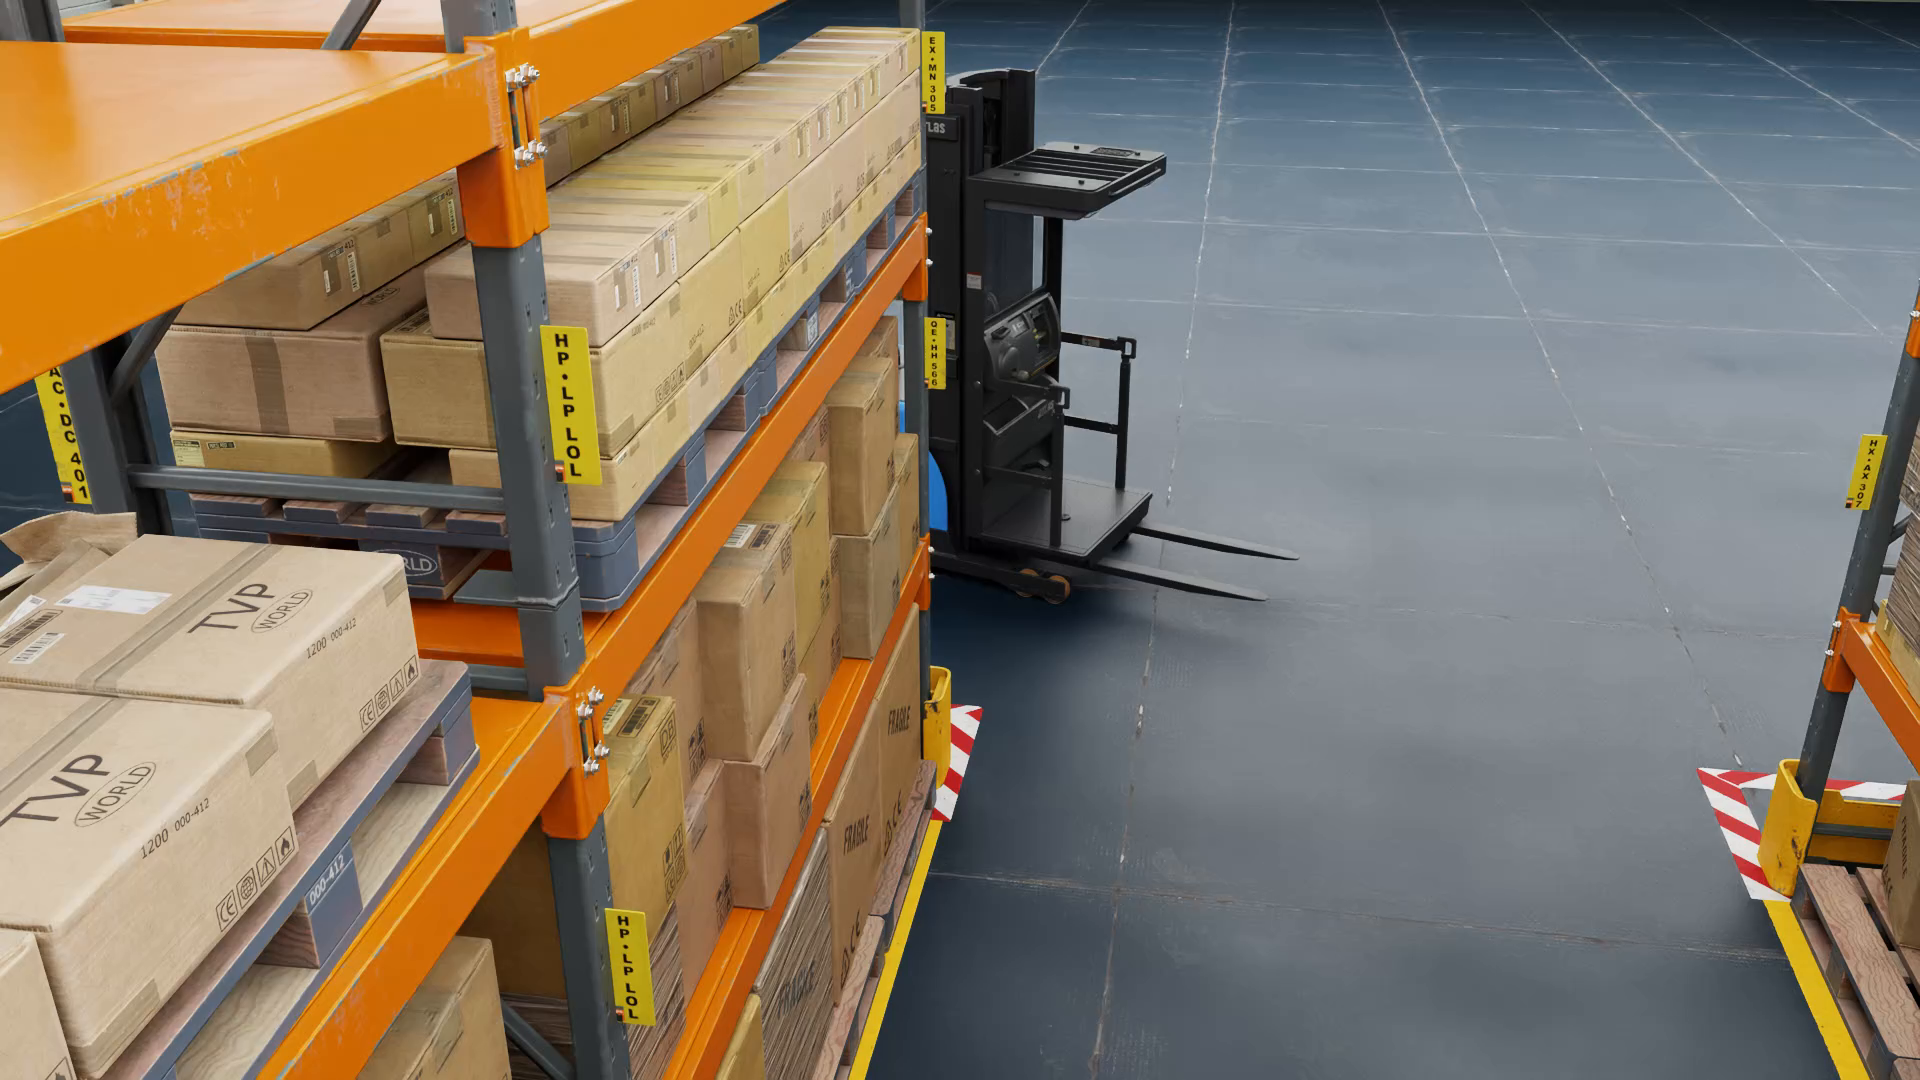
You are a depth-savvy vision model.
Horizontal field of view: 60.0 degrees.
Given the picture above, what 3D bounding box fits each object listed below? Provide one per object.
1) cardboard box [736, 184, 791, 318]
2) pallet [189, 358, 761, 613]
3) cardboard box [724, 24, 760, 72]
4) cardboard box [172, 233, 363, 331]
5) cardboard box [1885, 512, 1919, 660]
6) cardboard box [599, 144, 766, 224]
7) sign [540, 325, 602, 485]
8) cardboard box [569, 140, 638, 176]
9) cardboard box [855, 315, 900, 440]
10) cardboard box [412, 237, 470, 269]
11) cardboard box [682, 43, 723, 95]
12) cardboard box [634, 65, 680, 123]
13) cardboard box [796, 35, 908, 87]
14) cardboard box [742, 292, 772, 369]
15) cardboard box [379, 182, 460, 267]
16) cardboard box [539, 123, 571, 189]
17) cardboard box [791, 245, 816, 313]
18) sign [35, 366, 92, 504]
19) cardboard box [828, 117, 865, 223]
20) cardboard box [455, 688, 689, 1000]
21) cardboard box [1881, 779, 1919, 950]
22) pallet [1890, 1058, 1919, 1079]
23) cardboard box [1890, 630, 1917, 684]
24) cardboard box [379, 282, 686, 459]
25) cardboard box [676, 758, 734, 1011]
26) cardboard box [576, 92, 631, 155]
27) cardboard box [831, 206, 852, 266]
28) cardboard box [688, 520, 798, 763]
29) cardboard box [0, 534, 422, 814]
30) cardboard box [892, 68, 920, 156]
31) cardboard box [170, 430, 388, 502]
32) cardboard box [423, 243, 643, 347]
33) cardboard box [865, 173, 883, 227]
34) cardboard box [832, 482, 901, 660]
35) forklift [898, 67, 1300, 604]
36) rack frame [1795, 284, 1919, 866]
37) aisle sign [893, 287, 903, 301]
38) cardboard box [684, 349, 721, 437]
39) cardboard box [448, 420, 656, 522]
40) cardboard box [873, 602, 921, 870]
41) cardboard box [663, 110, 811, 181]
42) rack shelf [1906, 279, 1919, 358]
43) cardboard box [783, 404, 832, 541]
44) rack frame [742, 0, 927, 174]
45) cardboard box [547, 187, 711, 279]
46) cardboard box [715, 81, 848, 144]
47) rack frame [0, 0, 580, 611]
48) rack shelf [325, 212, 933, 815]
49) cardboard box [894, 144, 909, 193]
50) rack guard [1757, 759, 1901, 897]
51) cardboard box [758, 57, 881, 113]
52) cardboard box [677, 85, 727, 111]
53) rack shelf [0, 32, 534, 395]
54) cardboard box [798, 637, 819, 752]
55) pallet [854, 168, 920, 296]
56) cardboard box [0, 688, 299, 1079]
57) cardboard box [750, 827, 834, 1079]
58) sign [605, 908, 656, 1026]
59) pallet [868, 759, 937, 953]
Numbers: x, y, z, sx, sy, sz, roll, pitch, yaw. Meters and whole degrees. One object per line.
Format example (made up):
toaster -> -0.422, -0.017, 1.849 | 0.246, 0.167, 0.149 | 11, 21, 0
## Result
cardboard box -> -0.780, -0.827, 4.652 | 0.500, 0.250, 0.500 | 4, 25, 8
pallet -> -1.155, -0.218, 4.245 | 1.003, 0.211, 1.213 | 4, 25, 9
cardboard box -> -1.014, -1.955, 6.593 | 0.380, 0.149, 0.250 | 4, 25, 9
cardboard box -> -1.554, -0.575, 3.644 | 0.380, 0.149, 0.250 | 4, 25, 8
cardboard box -> 4.114, 0.203, 6.310 | 0.875, 0.500, 0.500 | 4, 25, 9
cardboard box -> -0.740, -0.955, 4.457 | 0.380, 0.149, 0.250 | 4, 25, 9
sign -> -0.762, -0.260, 3.248 | 0.100, 0.325, 0.005 | 4, 25, 9
cardboard box -> -1.224, -1.075, 5.183 | 0.500, 0.250, 0.500 | 4, 25, 8
cardboard box -> -0.744, -0.636, 7.120 | 0.875, 0.550, 0.550 | 4, 25, 9
cardboard box -> -1.389, -0.655, 4.285 | 0.500, 0.250, 0.500 | 4, 25, 8
cardboard box -> -1.097, -1.744, 6.141 | 0.380, 0.149, 0.250 | 4, 25, 8
cardboard box -> -1.181, -1.530, 5.685 | 0.380, 0.149, 0.250 | 4, 25, 8
cardboard box -> -0.408, -1.804, 6.270 | 0.380, 0.149, 0.250 | 4, 25, 9
cardboard box -> -0.740, -0.593, 4.624 | 0.380, 0.149, 0.250 | 4, 25, 8
cardboard box -> -1.471, -0.786, 4.094 | 0.380, 0.149, 0.250 | 4, 25, 8
cardboard box -> -1.347, -1.103, 4.772 | 0.380, 0.149, 0.250 | 4, 25, 8
cardboard box -> -0.656, -0.804, 5.074 | 0.380, 0.149, 0.250 | 4, 25, 9
sign -> -1.847, -0.225, 3.451 | 0.100, 0.325, 0.005 | 4, 25, 9
cardboard box -> -0.615, -1.249, 5.555 | 0.500, 0.250, 0.500 | 4, 25, 8
cardboard box -> -1.205, 0.732, 4.196 | 0.875, 0.550, 0.550 | 4, 25, 9
cardboard box -> 4.113, 1.356, 6.767 | 0.500, 0.500, 0.500 | 9, 27, 18
pallet -> 3.850, 2.295, 5.598 | 1.003, 0.211, 1.213 | 4, 25, 9
cardboard box -> 3.890, 0.474, 6.495 | 0.380, 0.149, 0.250 | 4, 25, 9
cardboard box -> -0.943, -0.404, 3.750 | 0.500, 0.250, 0.500 | 4, 25, 9
cardboard box -> -1.183, 0.987, 4.927 | 0.875, 0.550, 0.550 | 4, 25, 9
cardboard box -> -1.264, -1.317, 5.229 | 0.380, 0.149, 0.250 | 4, 25, 9
cardboard box -> -0.573, -1.018, 5.531 | 0.380, 0.149, 0.250 | 4, 25, 9
cardboard box -> -1.006, 0.278, 5.167 | 0.875, 0.550, 0.550 | 4, 25, 9
cardboard box -> -1.257, 0.222, 2.763 | 0.500, 0.250, 0.500 | 4, 25, 9
cardboard box -> -0.450, -1.668, 6.450 | 0.500, 0.250, 0.500 | 4, 25, 9
cardboard box -> -1.555, -0.213, 3.812 | 0.380, 0.149, 0.250 | 4, 25, 8
cardboard box -> -0.904, -0.529, 3.545 | 0.380, 0.149, 0.250 | 4, 25, 9
cardboard box -> -0.490, -1.231, 5.986 | 0.380, 0.149, 0.250 | 4, 25, 9
cardboard box -> -0.730, 0.090, 6.842 | 0.875, 0.550, 0.550 | 4, 25, 9
forklift -> 0.557, -1.203, 9.863 | 3.031, 2.935, 1.130 | 13, 28, 25
rack frame -> 4.231, 0.154, 6.882 | 1.000, 3.000, 0.127 | 4, 25, 9
aisle sign -> -0.338, -1.418, 7.174 | 0.394, 0.787, 0.004 | 4, 25, 9
cardboard box -> -0.822, -0.380, 4.169 | 0.380, 0.149, 0.250 | 4, 25, 8
cardboard box -> -0.904, -0.167, 3.714 | 0.380, 0.149, 0.250 | 4, 25, 8
cardboard box -> -0.691, 0.829, 7.452 | 0.875, 0.875, 0.875 | 4, 25, 9
cardboard box -> -0.656, -1.165, 4.905 | 0.380, 0.149, 0.250 | 4, 25, 8
rack shelf -> 3.905, -0.042, 4.611 | 1.077, 0.370, 4.000 | 4, 25, 9
cardboard box -> -0.969, -0.175, 6.134 | 0.875, 0.550, 0.550 | 4, 25, 9
rack frame -> -0.645, -2.949, 6.435 | 1.000, 3.000, 0.127 | 4, 25, 9
cardboard box -> -0.822, -0.741, 4.000 | 0.380, 0.149, 0.250 | 4, 25, 8
cardboard box -> -0.574, -1.377, 5.357 | 0.380, 0.149, 0.250 | 4, 25, 8
rack frame -> -1.299, -1.276, 2.861 | 1.000, 3.000, 0.127 | 4, 25, 9
rack shelf -> -0.972, -0.428, 5.436 | 1.077, 0.370, 4.000 | 4, 25, 9
cardboard box -> -0.407, -1.444, 6.441 | 0.380, 0.149, 0.250 | 4, 25, 9
rack guard -> 4.219, 1.318, 7.344 | 1.175, 0.500, 0.348 | 4, 25, 9
cardboard box -> -0.491, -1.589, 5.810 | 0.380, 0.149, 0.250 | 4, 25, 9
cardboard box -> -1.059, -1.496, 6.082 | 0.500, 0.250, 0.500 | 4, 25, 8
rack shelf -> -1.626, 0.068, 1.311 | 1.077, 0.370, 4.000 | 4, 25, 9
cardboard box -> -0.991, 0.540, 5.880 | 0.875, 0.550, 0.500 | 4, 25, 9
pallet -> -0.756, -1.239, 6.425 | 1.003, 0.211, 1.213 | 4, 25, 9
cardboard box -> -1.284, 0.447, 2.282 | 0.500, 0.250, 0.500 | 4, 25, 8
cardboard box -> -0.984, 1.578, 5.851 | 0.875, 0.875, 0.875 | 4, 25, 9
sign -> -0.762, 0.986, 3.832 | 0.100, 0.325, 0.005 | 4, 25, 9
pallet -> -0.699, 1.371, 7.572 | 1.003, 0.211, 1.213 | 4, 25, 9
